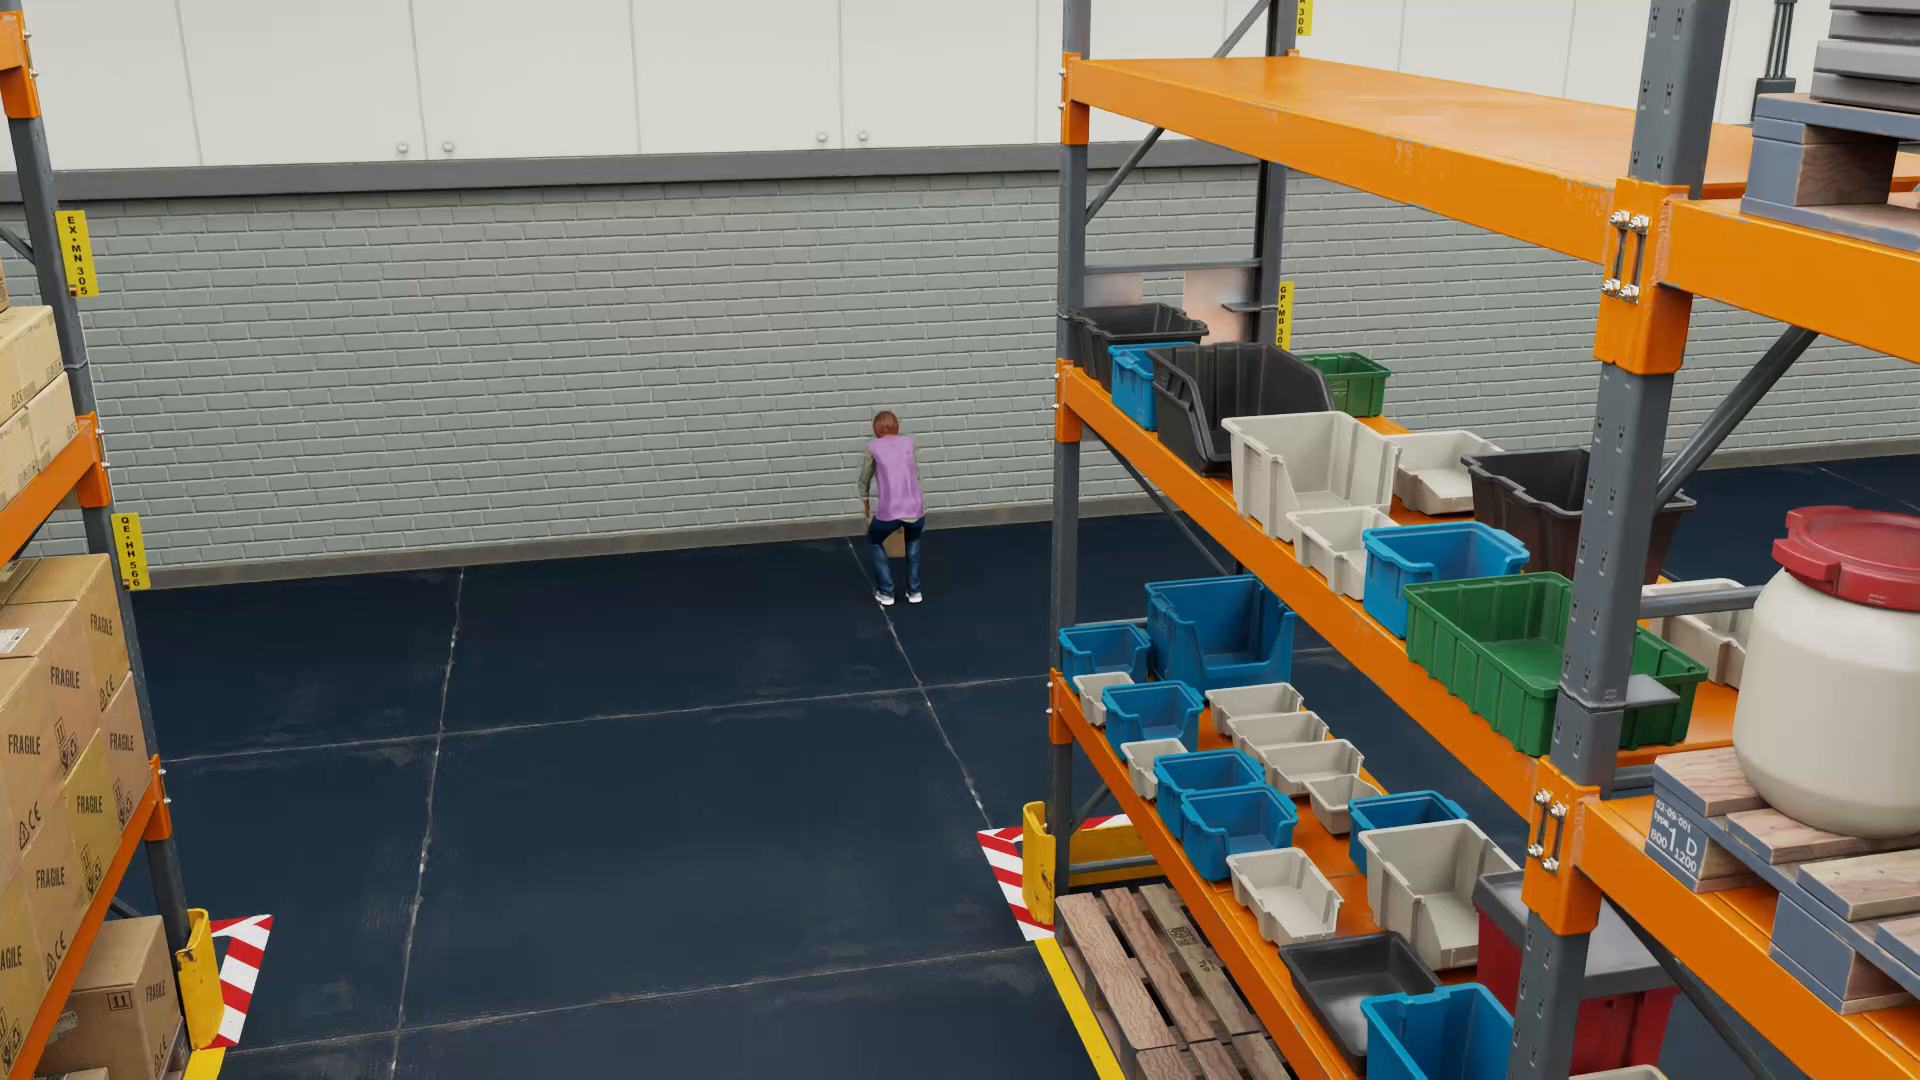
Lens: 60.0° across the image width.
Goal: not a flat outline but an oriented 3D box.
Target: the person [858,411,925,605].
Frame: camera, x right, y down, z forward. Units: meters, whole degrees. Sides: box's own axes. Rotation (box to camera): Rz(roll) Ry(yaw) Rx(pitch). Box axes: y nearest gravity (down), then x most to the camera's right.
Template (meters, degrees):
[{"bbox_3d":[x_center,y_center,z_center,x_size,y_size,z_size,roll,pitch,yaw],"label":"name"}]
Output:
[{"bbox_3d":[-0.493,-0.206,12.015,0.460,1.361,0.601,-4,20,-12],"label":"person"}]
